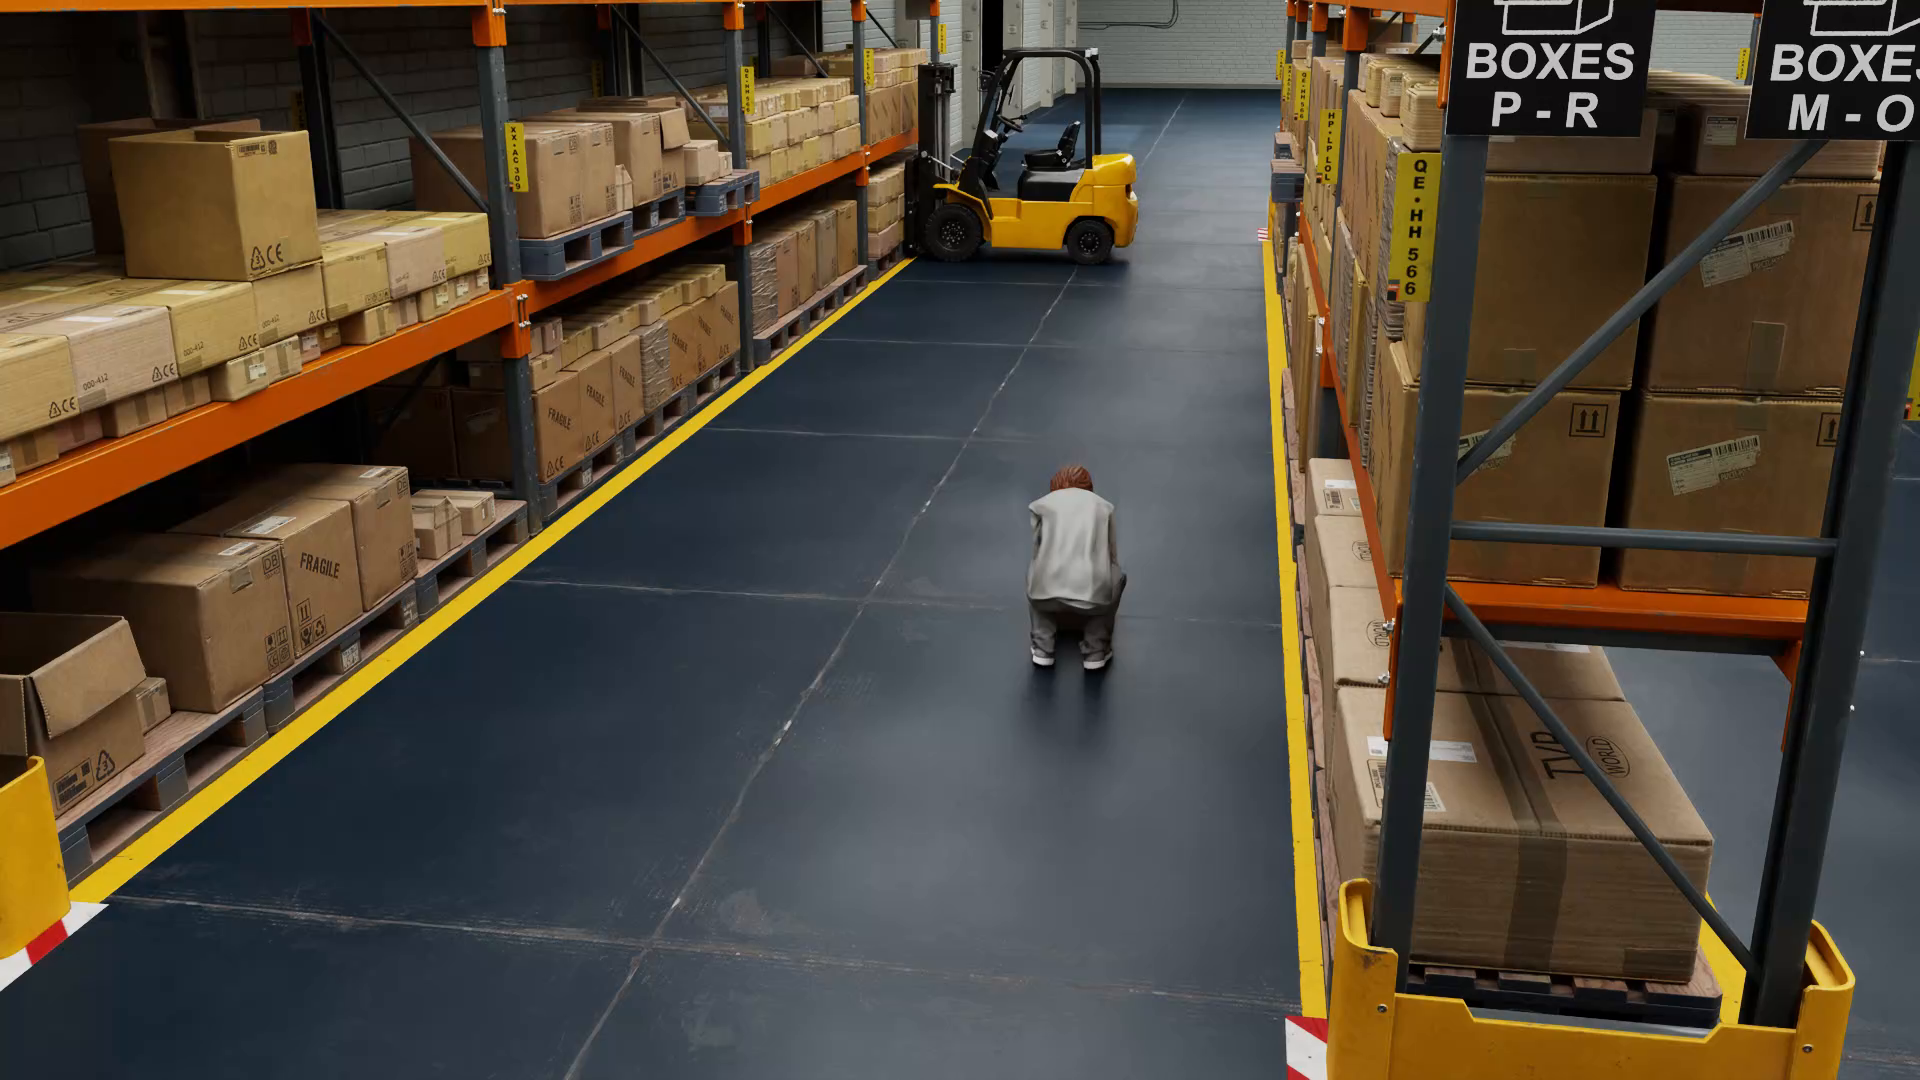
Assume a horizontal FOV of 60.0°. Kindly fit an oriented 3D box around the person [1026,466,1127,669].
[{"bbox_3d":[0.487,0.137,7.095,0.436,0.761,0.814,3,18,10],"label":"person"}]
